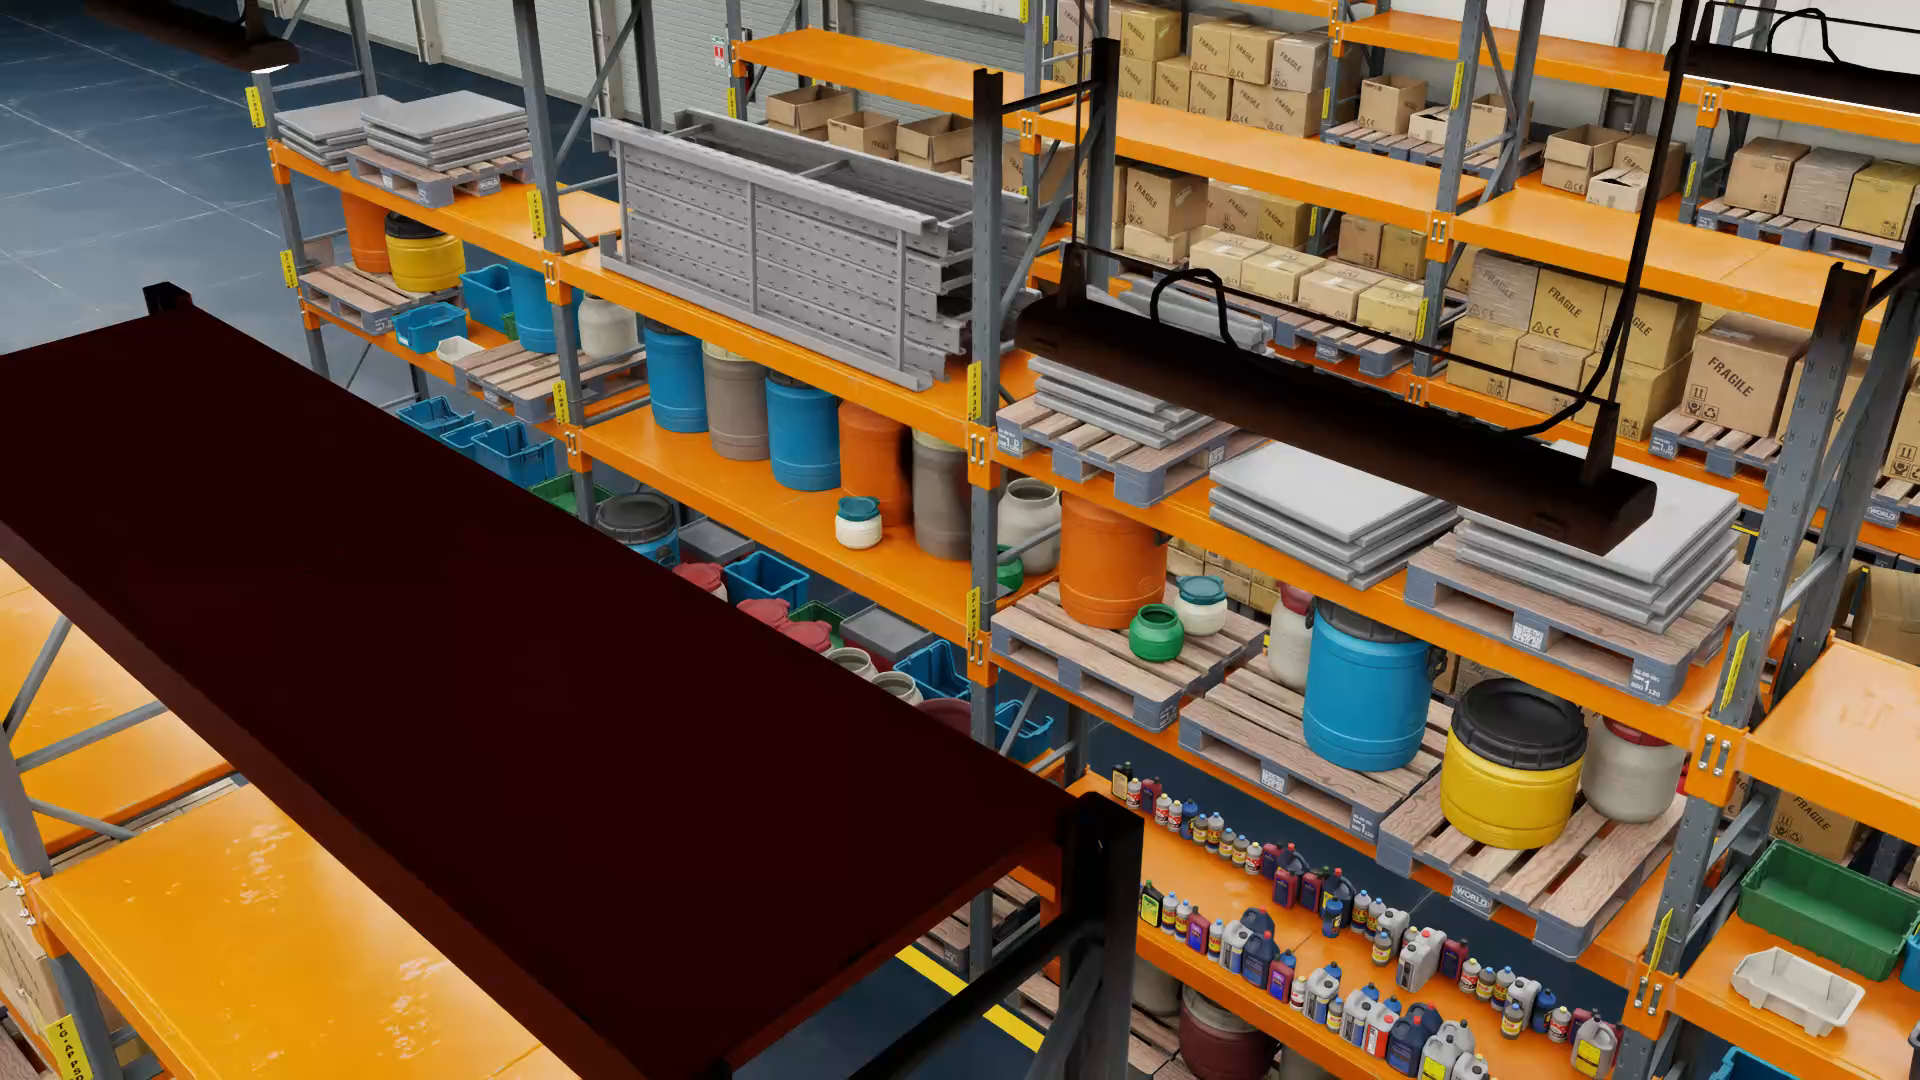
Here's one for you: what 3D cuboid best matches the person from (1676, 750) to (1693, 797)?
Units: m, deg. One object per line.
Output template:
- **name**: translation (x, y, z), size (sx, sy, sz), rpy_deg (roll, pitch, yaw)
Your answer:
- **person**: translation (4.605, 1.978, 10.989), size (0.569, 1.727, 0.571), rpy_deg (-18, 34, -28)
